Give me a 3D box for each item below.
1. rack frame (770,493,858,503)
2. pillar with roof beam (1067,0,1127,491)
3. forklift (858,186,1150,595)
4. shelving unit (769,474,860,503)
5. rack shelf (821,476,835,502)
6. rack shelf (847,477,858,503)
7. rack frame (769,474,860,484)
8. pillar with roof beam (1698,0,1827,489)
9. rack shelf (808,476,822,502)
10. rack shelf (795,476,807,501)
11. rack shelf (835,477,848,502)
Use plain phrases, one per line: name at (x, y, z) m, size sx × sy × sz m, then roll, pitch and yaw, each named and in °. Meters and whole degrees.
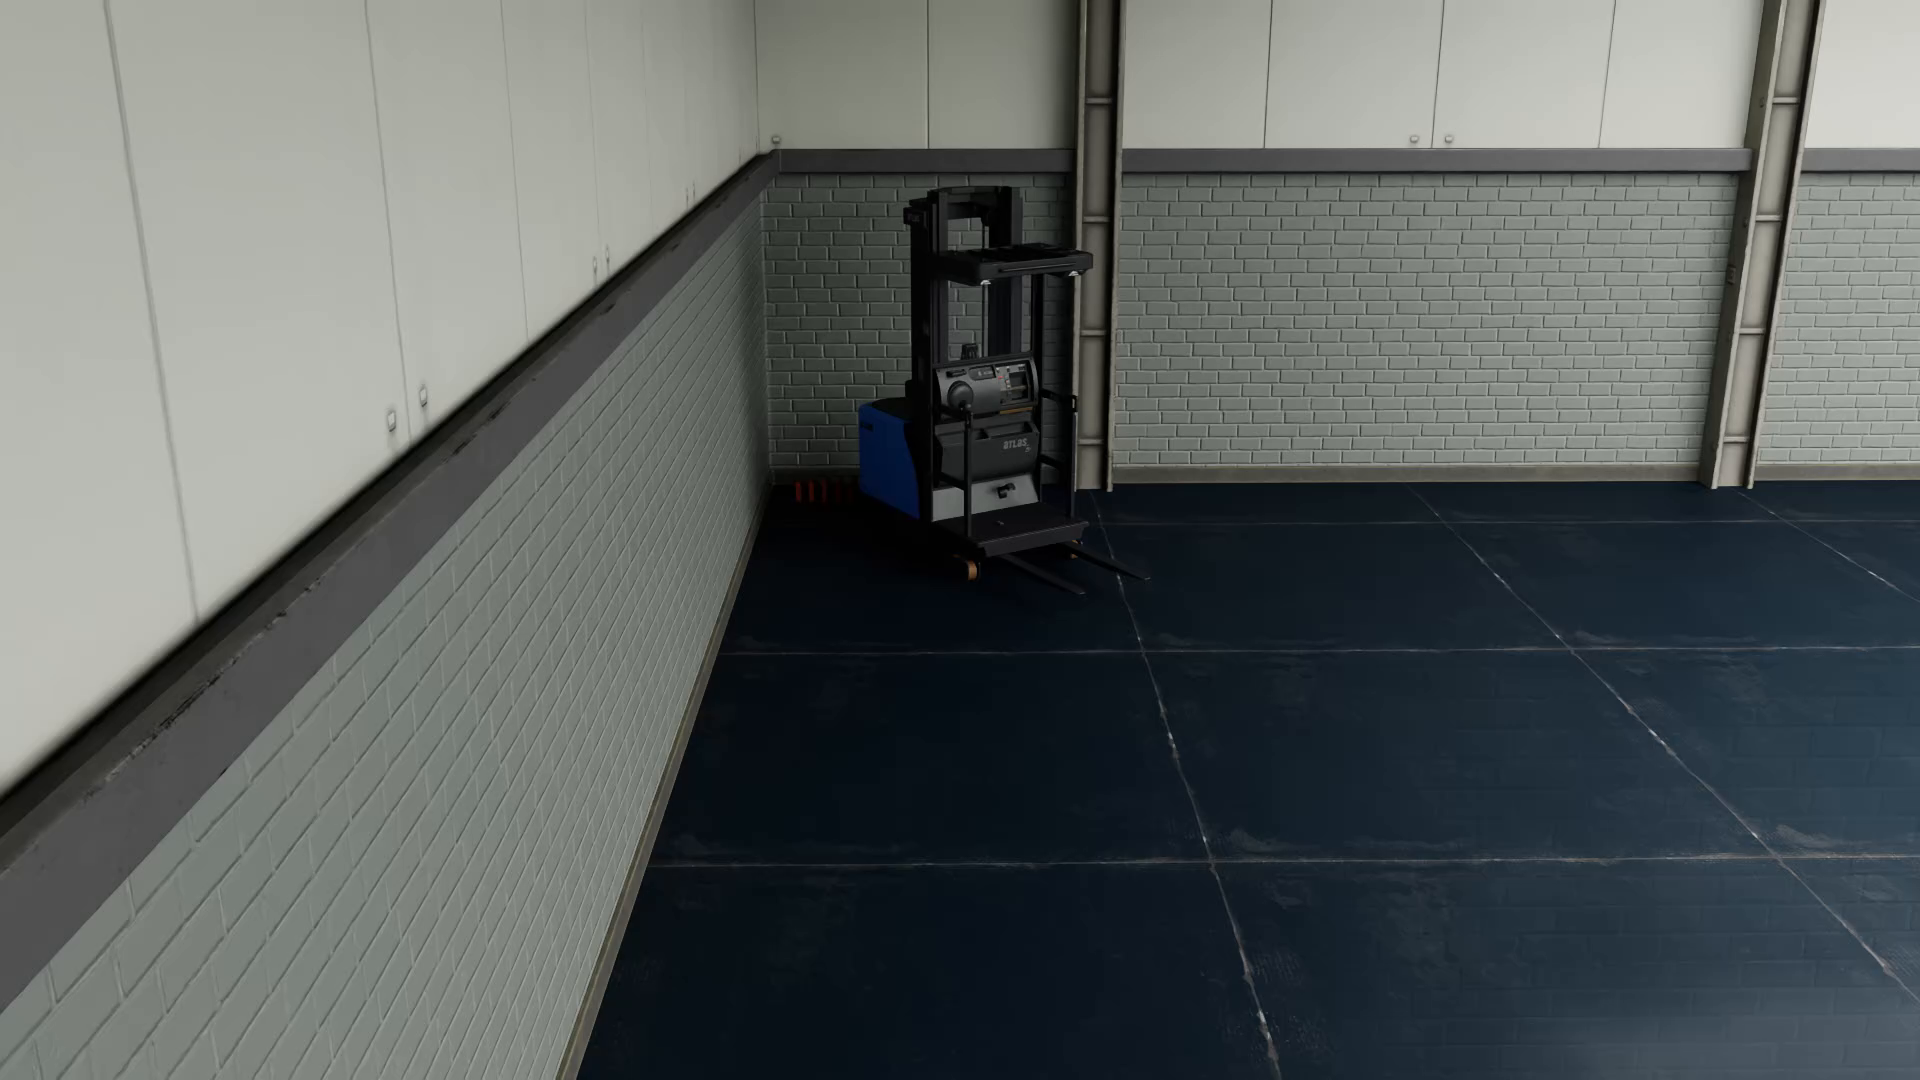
rack frame at (-1.120, -0.380, 15.210) m, size 1.200 × 0.006 × 0.240 m, roll 1°, pitch 18°, yaw 5°
pillar with roof beam at (1.283, -3.468, 10.127) m, size 0.400 × 9.000 × 9.100 m, roll 0°, pitch 18°, yaw -1°
forklift at (0.334, -1.235, 13.099) m, size 1.130 × 2.935 × 3.031 m, roll -11°, pitch 21°, yaw -31°
shelving unit at (-1.121, -0.467, 15.182) m, size 1.200 × 0.189 × 0.258 m, roll 1°, pitch 18°, yaw 5°
rack shelf at (-1.196, -0.469, 15.189) m, size 0.103 × 0.180 × 0.258 m, roll 1°, pitch 18°, yaw 5°
rack shelf at (-0.957, -0.463, 15.166) m, size 0.103 × 0.180 × 0.258 m, roll 1°, pitch 18°, yaw 5°
rack frame at (-1.122, -0.554, 15.154) m, size 1.200 × 0.006 × 0.240 m, roll 1°, pitch 18°, yaw 5°
pillar with roof beam at (7.283, -3.497, 10.217) m, size 0.400 × 9.000 × 9.100 m, roll 0°, pitch 18°, yaw -1°
rack shelf at (-1.316, -0.472, 15.201) m, size 0.103 × 0.180 × 0.258 m, roll 1°, pitch 18°, yaw 5°
rack shelf at (-1.435, -0.475, 15.212) m, size 0.103 × 0.180 × 0.258 m, roll 1°, pitch 18°, yaw 5°
rack shelf at (-1.077, -0.466, 15.178) m, size 0.103 × 0.180 × 0.258 m, roll 1°, pitch 18°, yaw 5°
